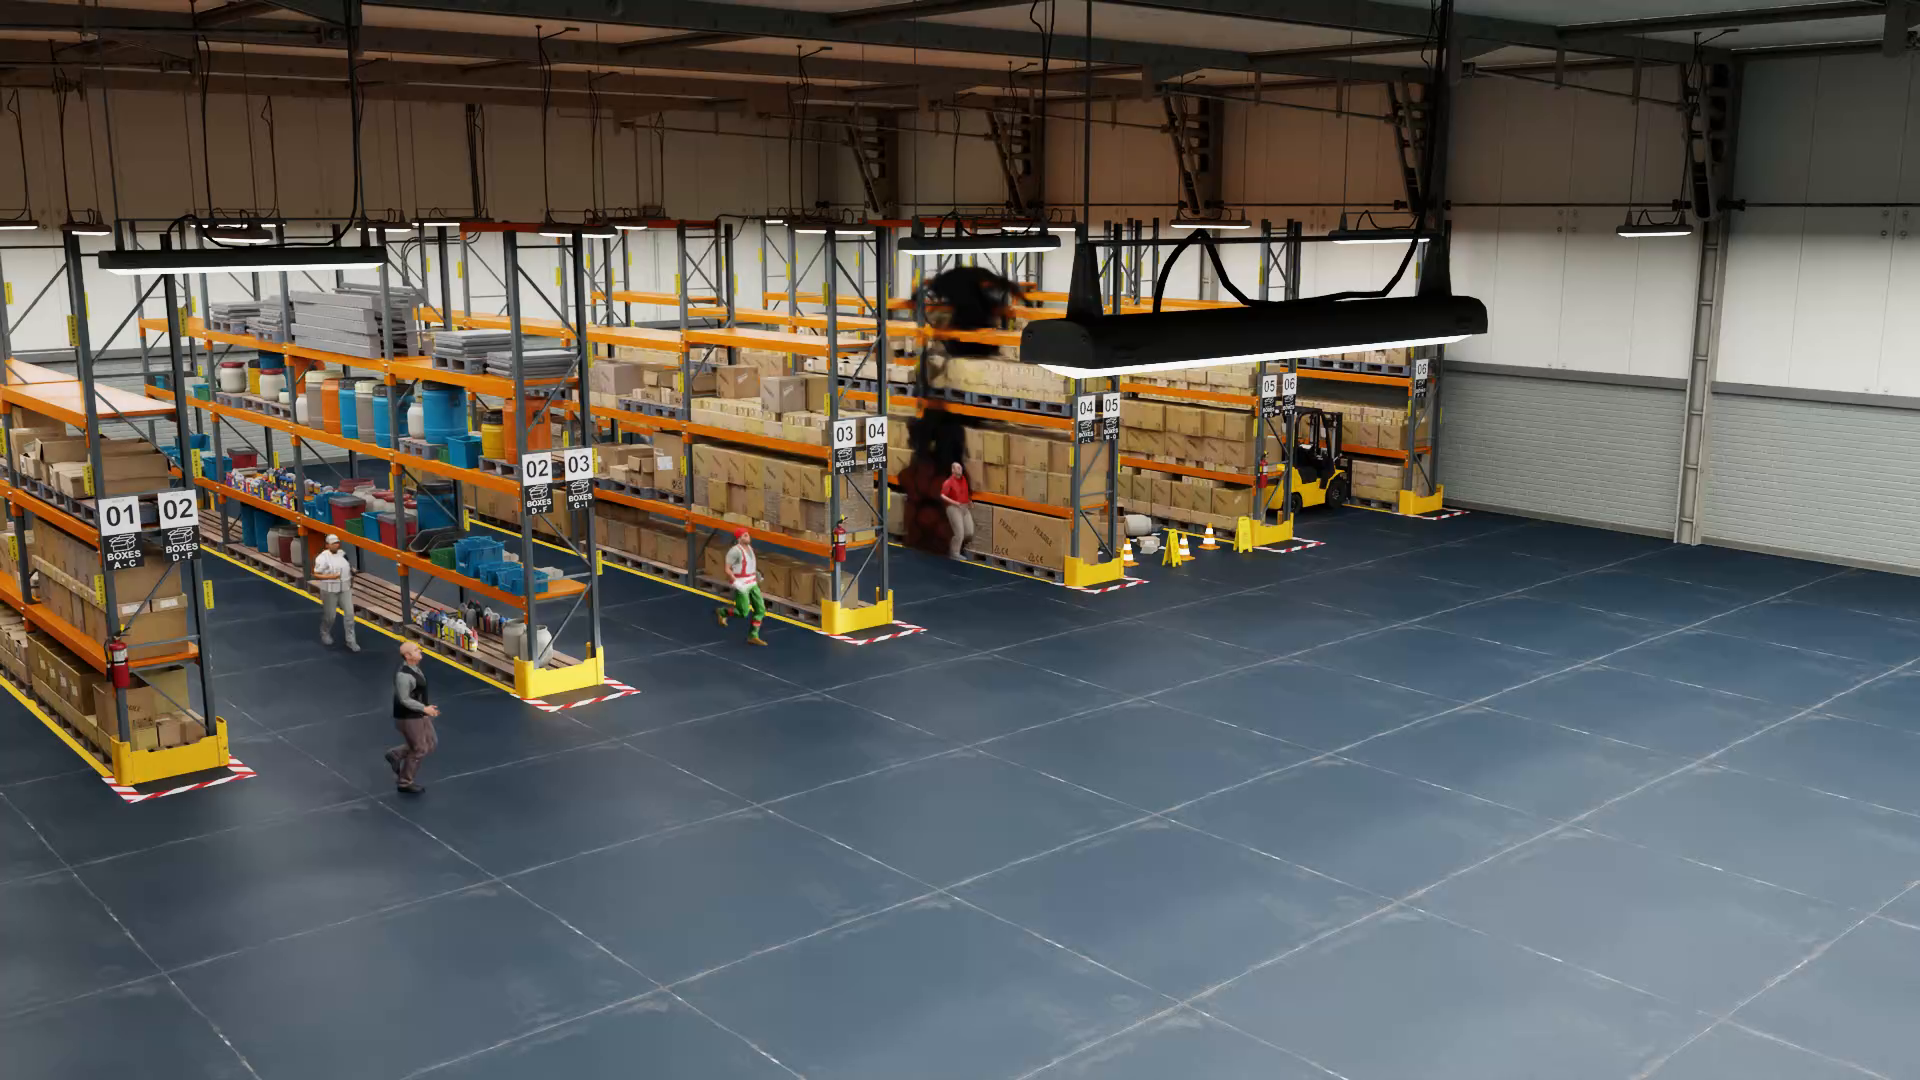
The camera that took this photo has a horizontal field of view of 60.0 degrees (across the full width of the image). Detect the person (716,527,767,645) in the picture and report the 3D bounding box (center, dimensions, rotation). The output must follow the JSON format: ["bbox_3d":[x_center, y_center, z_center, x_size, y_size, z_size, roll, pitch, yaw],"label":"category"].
[{"bbox_3d":[-3.188,0.658,24.299,0.795,1.741,0.667,7,13,30],"label":"person"}]

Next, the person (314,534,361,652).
[{"bbox_3d":[-8.971,0.733,23.908,0.873,1.666,0.606,11,16,43],"label":"person"}]

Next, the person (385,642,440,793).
[{"bbox_3d":[-5.986,1.921,18.153,0.645,1.686,0.679,-2,12,-8],"label":"person"}]

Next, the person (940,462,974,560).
[{"bbox_3d":[-0.018,-0.482,28.599,0.580,1.718,0.659,10,15,42],"label":"person"}]

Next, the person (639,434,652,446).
[{"bbox_3d":[-8.094,-3.023,42.430,0.612,1.786,0.706,8,14,35],"label":"person"}]
